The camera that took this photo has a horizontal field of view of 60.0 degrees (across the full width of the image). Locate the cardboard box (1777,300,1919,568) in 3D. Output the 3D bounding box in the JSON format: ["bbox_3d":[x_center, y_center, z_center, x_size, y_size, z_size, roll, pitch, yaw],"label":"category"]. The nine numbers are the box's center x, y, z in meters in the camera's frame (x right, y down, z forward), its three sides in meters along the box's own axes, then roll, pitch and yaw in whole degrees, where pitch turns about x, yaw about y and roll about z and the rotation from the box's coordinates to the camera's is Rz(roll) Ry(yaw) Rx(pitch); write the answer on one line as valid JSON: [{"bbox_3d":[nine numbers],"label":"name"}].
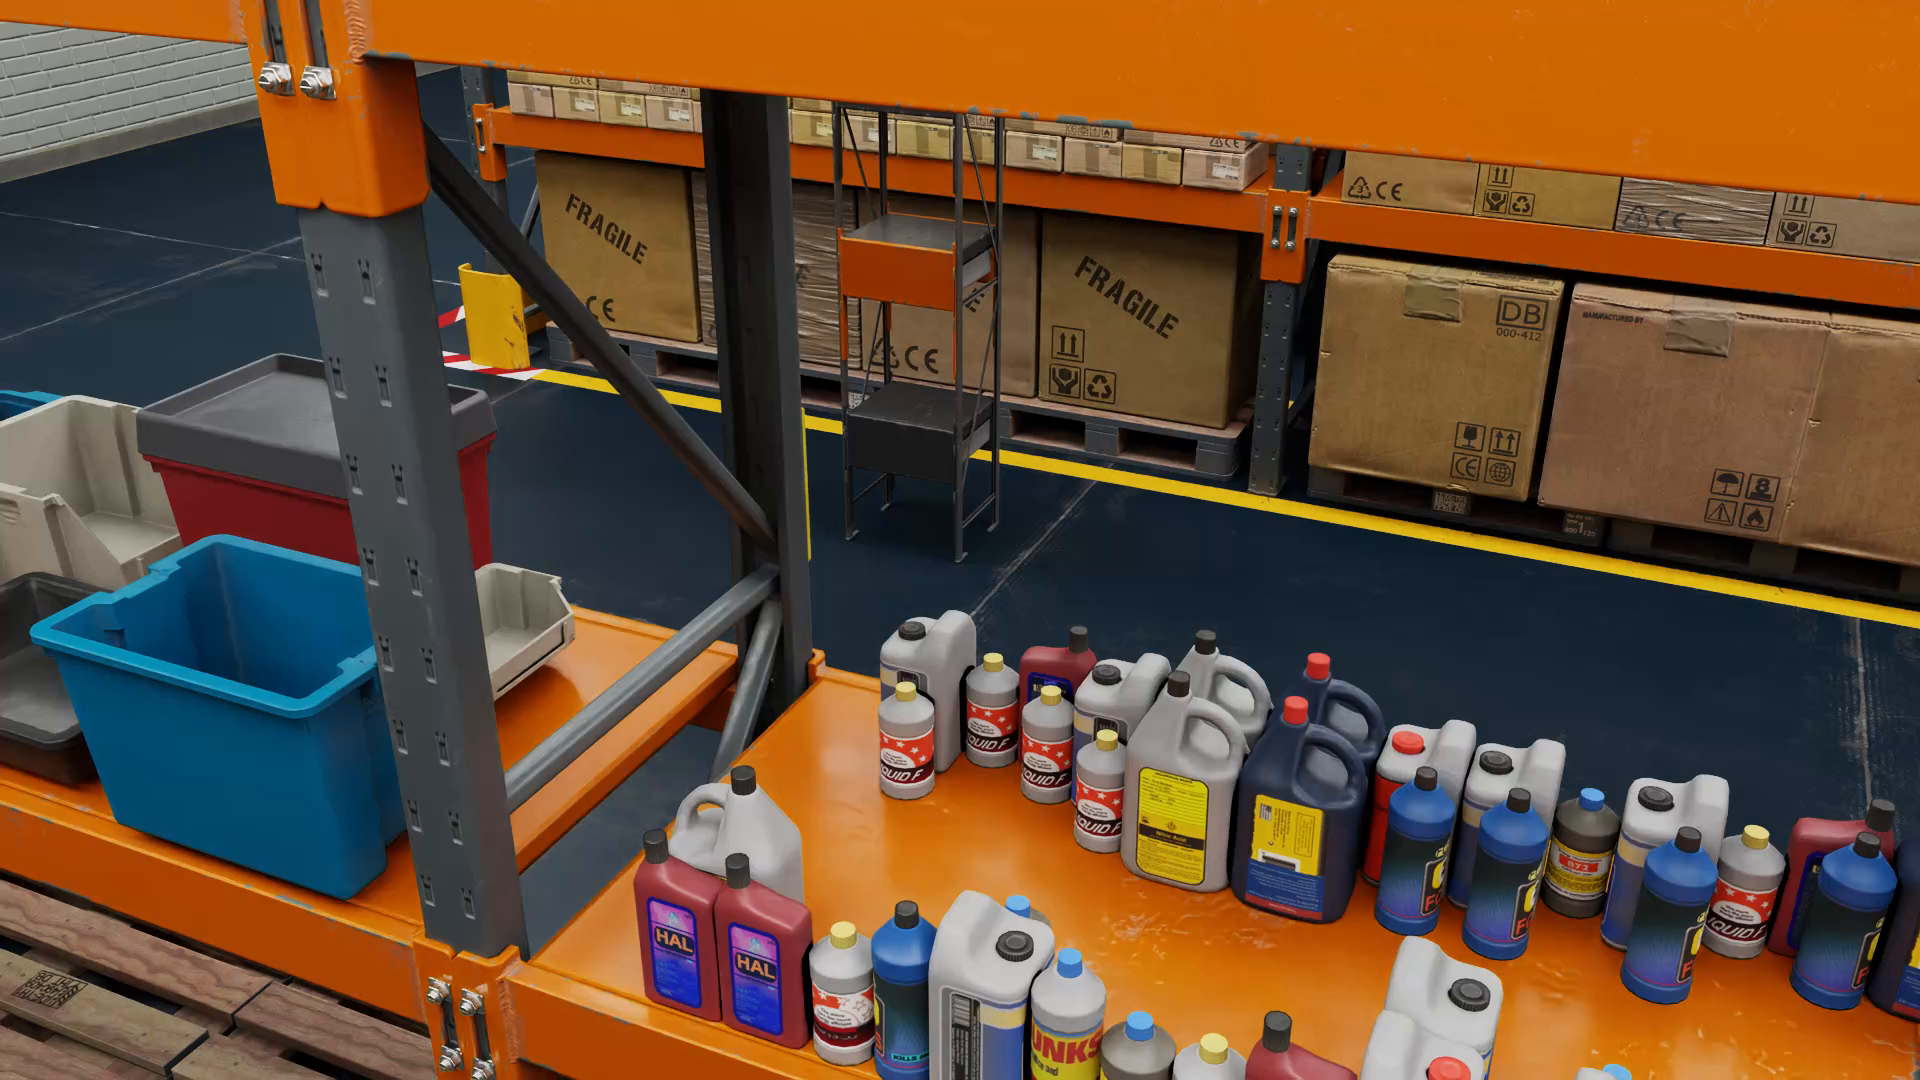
[{"bbox_3d":[3.713,-0.540,6.380,0.875,0.875,1.225,11,28,22],"label":"cardboard box"}]

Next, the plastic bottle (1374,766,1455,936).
[{"bbox_3d":[0.699,0.469,2.548,0.097,0.271,0.097,0,26,0],"label":"plastic bottle"}]

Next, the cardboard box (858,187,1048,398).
[{"bbox_3d":[0.113,-1.288,7.900,0.875,0.875,0.875,11,28,22],"label":"cardboard box"}]

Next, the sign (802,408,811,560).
[{"bbox_3d":[-0.321,-0.089,3.221,0.005,0.325,0.100,11,28,22],"label":"sign"}]

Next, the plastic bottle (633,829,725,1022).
[{"bbox_3d":[-0.394,0.547,2.375,0.133,0.283,0.061,11,28,22],"label":"plastic bottle"}]

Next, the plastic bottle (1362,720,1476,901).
[{"bbox_3d":[0.733,0.413,2.655,0.135,0.276,0.152,11,28,22],"label":"plastic bottle"}]

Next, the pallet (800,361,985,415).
[{"bbox_3d":[-0.275,-0.877,8.292,1.213,0.211,1.003,11,28,22],"label":"pallet"}]

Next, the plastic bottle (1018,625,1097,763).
[{"bbox_3d":[0.171,0.275,2.928,0.133,0.283,0.061,11,28,22],"label":"plastic bottle"}]

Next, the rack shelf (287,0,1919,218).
[{"bbox_3d":[1.270,-0.401,1.587,4.000,0.370,1.077,11,28,22],"label":"rack shelf"}]

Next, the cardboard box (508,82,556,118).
[{"bbox_3d":[-1.955,-2.156,8.018,0.250,0.149,0.380,12,29,22],"label":"cardboard box"}]

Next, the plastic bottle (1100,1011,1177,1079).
[{"bbox_3d":[0.229,0.700,2.157,0.097,0.201,0.097,0,26,0],"label":"plastic bottle"}]

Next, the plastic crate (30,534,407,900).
[{"bbox_3d":[-1.117,0.288,2.718,0.575,0.384,0.392,11,28,22],"label":"plastic crate"}]

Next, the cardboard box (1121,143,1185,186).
[{"bbox_3d":[0.851,-1.594,6.875,0.250,0.149,0.380,12,29,23],"label":"cardboard box"}]

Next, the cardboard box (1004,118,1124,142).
[{"bbox_3d":[0.517,-1.870,6.986,0.500,0.250,0.500,12,29,23],"label":"cardboard box"}]

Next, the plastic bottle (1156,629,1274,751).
[{"bbox_3d":[0.421,0.315,2.770,0.185,0.351,0.144,11,28,22],"label":"plastic bottle"}]

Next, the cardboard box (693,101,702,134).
[{"bbox_3d":[-1.019,-1.969,7.638,0.250,0.149,0.380,11,28,21],"label":"cardboard box"}]

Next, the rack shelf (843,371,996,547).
[{"bbox_3d":[-0.151,-0.332,6.663,0.480,0.518,0.431,11,28,22],"label":"rack shelf"}]

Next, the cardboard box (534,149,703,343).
[{"bbox_3d":[-1.526,-1.617,8.568,0.875,0.875,0.875,11,28,22],"label":"cardboard box"}]

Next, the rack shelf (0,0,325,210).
[{"bbox_3d":[-2.371,-1.132,3.072,4.000,0.370,1.077,11,28,22],"label":"rack shelf"}]

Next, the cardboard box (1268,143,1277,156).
[{"bbox_3d":[1.368,-1.810,7.315,0.250,0.149,0.380,11,28,22],"label":"cardboard box"}]

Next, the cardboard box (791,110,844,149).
[{"bbox_3d":[-0.554,-1.875,7.448,0.250,0.149,0.380,11,28,21],"label":"cardboard box"}]

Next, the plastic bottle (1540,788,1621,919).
[{"bbox_3d":[0.973,0.481,2.601,0.097,0.201,0.097,0,26,0],"label":"plastic bottle"}]

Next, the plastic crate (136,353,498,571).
[{"bbox_3d":[-1.260,-0.063,3.342,0.583,0.464,0.402,11,28,22],"label":"plastic crate"}]

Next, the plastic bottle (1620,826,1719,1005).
[{"bbox_3d":[1.032,0.536,2.412,0.097,0.271,0.097,0,26,0],"label":"plastic bottle"}]

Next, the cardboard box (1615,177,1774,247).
[{"bbox_3d":[2.728,-1.412,6.109,0.500,0.500,0.500,11,28,21],"label":"cardboard box"}]

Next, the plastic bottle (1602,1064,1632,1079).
[{"bbox_3d":[0.802,0.741,2.073,0.097,0.201,0.097,0,26,0],"label":"plastic bottle"}]

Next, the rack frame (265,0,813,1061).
[{"bbox_3d":[-0.549,0.255,2.836,0.053,2.616,0.949,11,28,22],"label":"rack frame"}]

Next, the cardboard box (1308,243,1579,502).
[{"bbox_3d":[2.090,-0.861,7.034,0.875,0.875,1.225,11,28,22],"label":"cardboard box"}]

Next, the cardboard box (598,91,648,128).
[{"bbox_3d":[-1.488,-2.063,7.829,0.250,0.149,0.380,11,28,21],"label":"cardboard box"}]

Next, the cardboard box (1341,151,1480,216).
[{"bbox_3d":[1.815,-1.595,6.481,0.500,0.500,0.500,11,28,22],"label":"cardboard box"}]

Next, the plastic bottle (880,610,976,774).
[{"bbox_3d":[-0.058,0.254,2.978,0.135,0.276,0.152,11,28,22],"label":"plastic bottle"}]

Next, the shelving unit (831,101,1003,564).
[{"bbox_3d":[-0.151,-0.972,6.348,0.503,2.100,0.431,11,28,22],"label":"shelving unit"}]

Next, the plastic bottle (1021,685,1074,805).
[{"bbox_3d":[0.155,0.347,2.875,0.097,0.201,0.097,0,26,0],"label":"plastic bottle"}]

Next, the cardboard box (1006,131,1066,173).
[{"bbox_3d":[0.384,-1.687,7.066,0.250,0.149,0.380,12,29,23],"label":"cardboard box"}]

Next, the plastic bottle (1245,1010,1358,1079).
[{"bbox_3d":[0.415,0.710,2.045,0.133,0.283,0.061,11,28,22],"label":"plastic bottle"}]

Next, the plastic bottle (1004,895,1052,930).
[{"bbox_3d":[0.081,0.597,2.367,0.097,0.201,0.097,0,26,0],"label":"plastic bottle"}]

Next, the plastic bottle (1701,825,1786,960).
[{"bbox_3d":[1.184,0.524,2.515,0.097,0.201,0.097,0,26,0],"label":"plastic bottle"}]

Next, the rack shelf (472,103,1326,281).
[{"bbox_3d":[-0.321,-1.778,7.780,4.000,0.370,1.077,11,28,22],"label":"rack shelf"}]

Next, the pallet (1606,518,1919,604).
[{"bbox_3d":[3.348,-0.151,6.817,1.213,0.211,1.003,11,28,22],"label":"pallet"}]

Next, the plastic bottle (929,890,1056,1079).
[{"bbox_3d":[0.046,0.617,2.242,0.135,0.276,0.152,11,28,22],"label":"plastic bottle"}]

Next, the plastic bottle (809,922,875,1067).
[{"bbox_3d":[-0.160,0.622,2.315,0.097,0.201,0.097,0,26,0],"label":"plastic bottle"}]

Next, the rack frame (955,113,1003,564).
[{"bbox_3d":[0.071,-0.928,6.257,0.015,2.100,0.400,11,28,22],"label":"rack frame"}]

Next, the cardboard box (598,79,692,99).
[{"bbox_3d":[-1.341,-2.244,7.745,0.500,0.250,0.500,11,28,21],"label":"cardboard box"}]

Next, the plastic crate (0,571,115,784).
[{"bbox_3d":[-1.681,0.256,3.077,0.590,0.125,0.437,11,28,22],"label":"plastic crate"}]

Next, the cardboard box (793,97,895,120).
[{"bbox_3d":[-0.408,-2.057,7.366,0.500,0.250,0.500,11,28,21],"label":"cardboard box"}]

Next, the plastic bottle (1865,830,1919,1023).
[{"bbox_3d":[1.424,0.516,2.361,0.185,0.351,0.144,11,28,22],"label":"plastic bottle"}]

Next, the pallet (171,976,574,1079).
[{"bbox_3d":[-1.236,1.389,3.691,1.213,0.211,1.003,11,28,22],"label":"pallet"}]

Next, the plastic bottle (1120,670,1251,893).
[{"bbox_3d":[0.362,0.373,2.652,0.185,0.351,0.144,11,28,22],"label":"plastic bottle"}]

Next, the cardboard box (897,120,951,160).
[{"bbox_3d":[-0.084,-1.781,7.256,0.250,0.149,0.380,11,28,21],"label":"cardboard box"}]

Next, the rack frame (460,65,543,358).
[{"bbox_3d":[-2.142,-2.467,8.364,0.127,3.000,1.000,11,28,22],"label":"rack frame"}]

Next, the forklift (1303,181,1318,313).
[{"bbox_3d":[1.567,-2.570,8.651,3.031,2.935,1.130,10,28,19],"label":"forklift"}]
